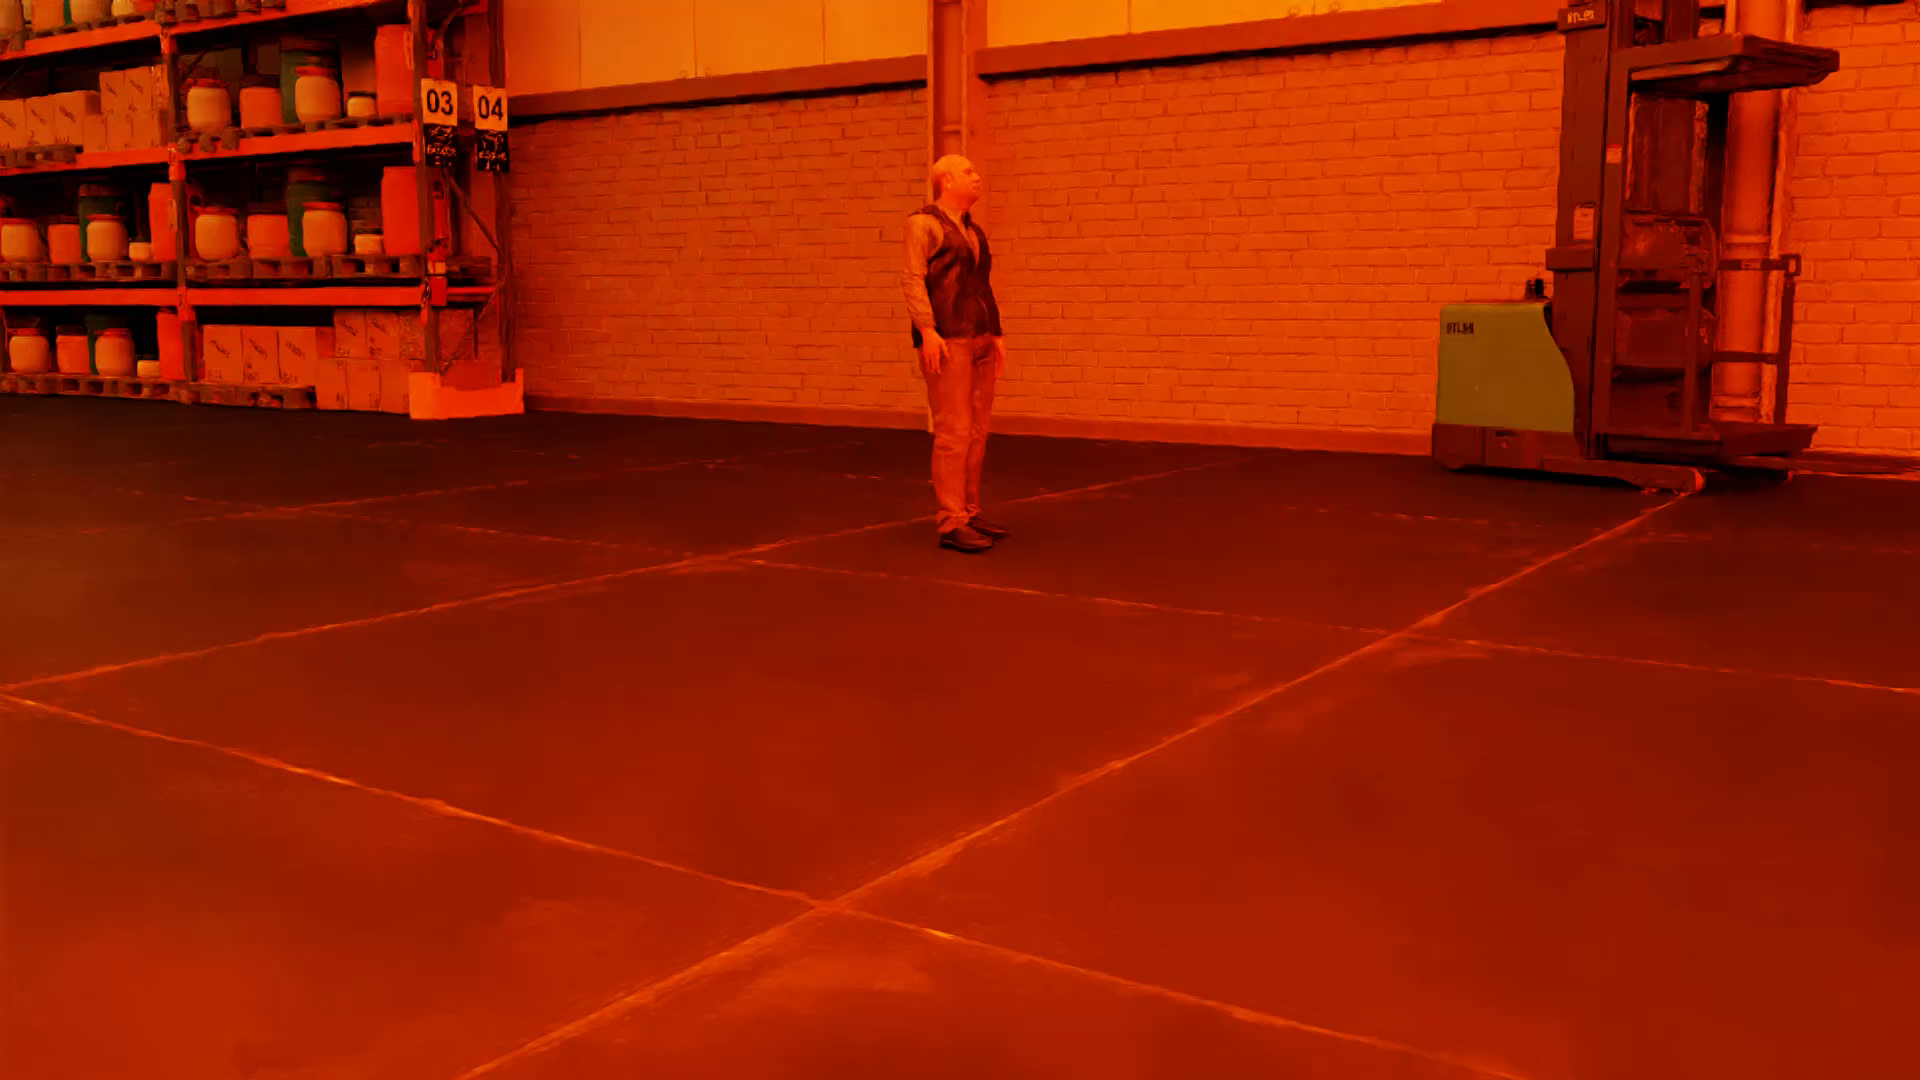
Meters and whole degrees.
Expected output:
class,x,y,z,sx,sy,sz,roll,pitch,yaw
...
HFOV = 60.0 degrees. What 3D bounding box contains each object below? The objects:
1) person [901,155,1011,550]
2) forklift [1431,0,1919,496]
class,x,y,z,sx,sy,sz,roll,pitch,yaw
person,0.047,-0.853,7.440,0.567,1.720,0.632,5,10,34
forklift,4.322,-1.774,9.668,1.130,2.935,3.031,-6,10,-36
